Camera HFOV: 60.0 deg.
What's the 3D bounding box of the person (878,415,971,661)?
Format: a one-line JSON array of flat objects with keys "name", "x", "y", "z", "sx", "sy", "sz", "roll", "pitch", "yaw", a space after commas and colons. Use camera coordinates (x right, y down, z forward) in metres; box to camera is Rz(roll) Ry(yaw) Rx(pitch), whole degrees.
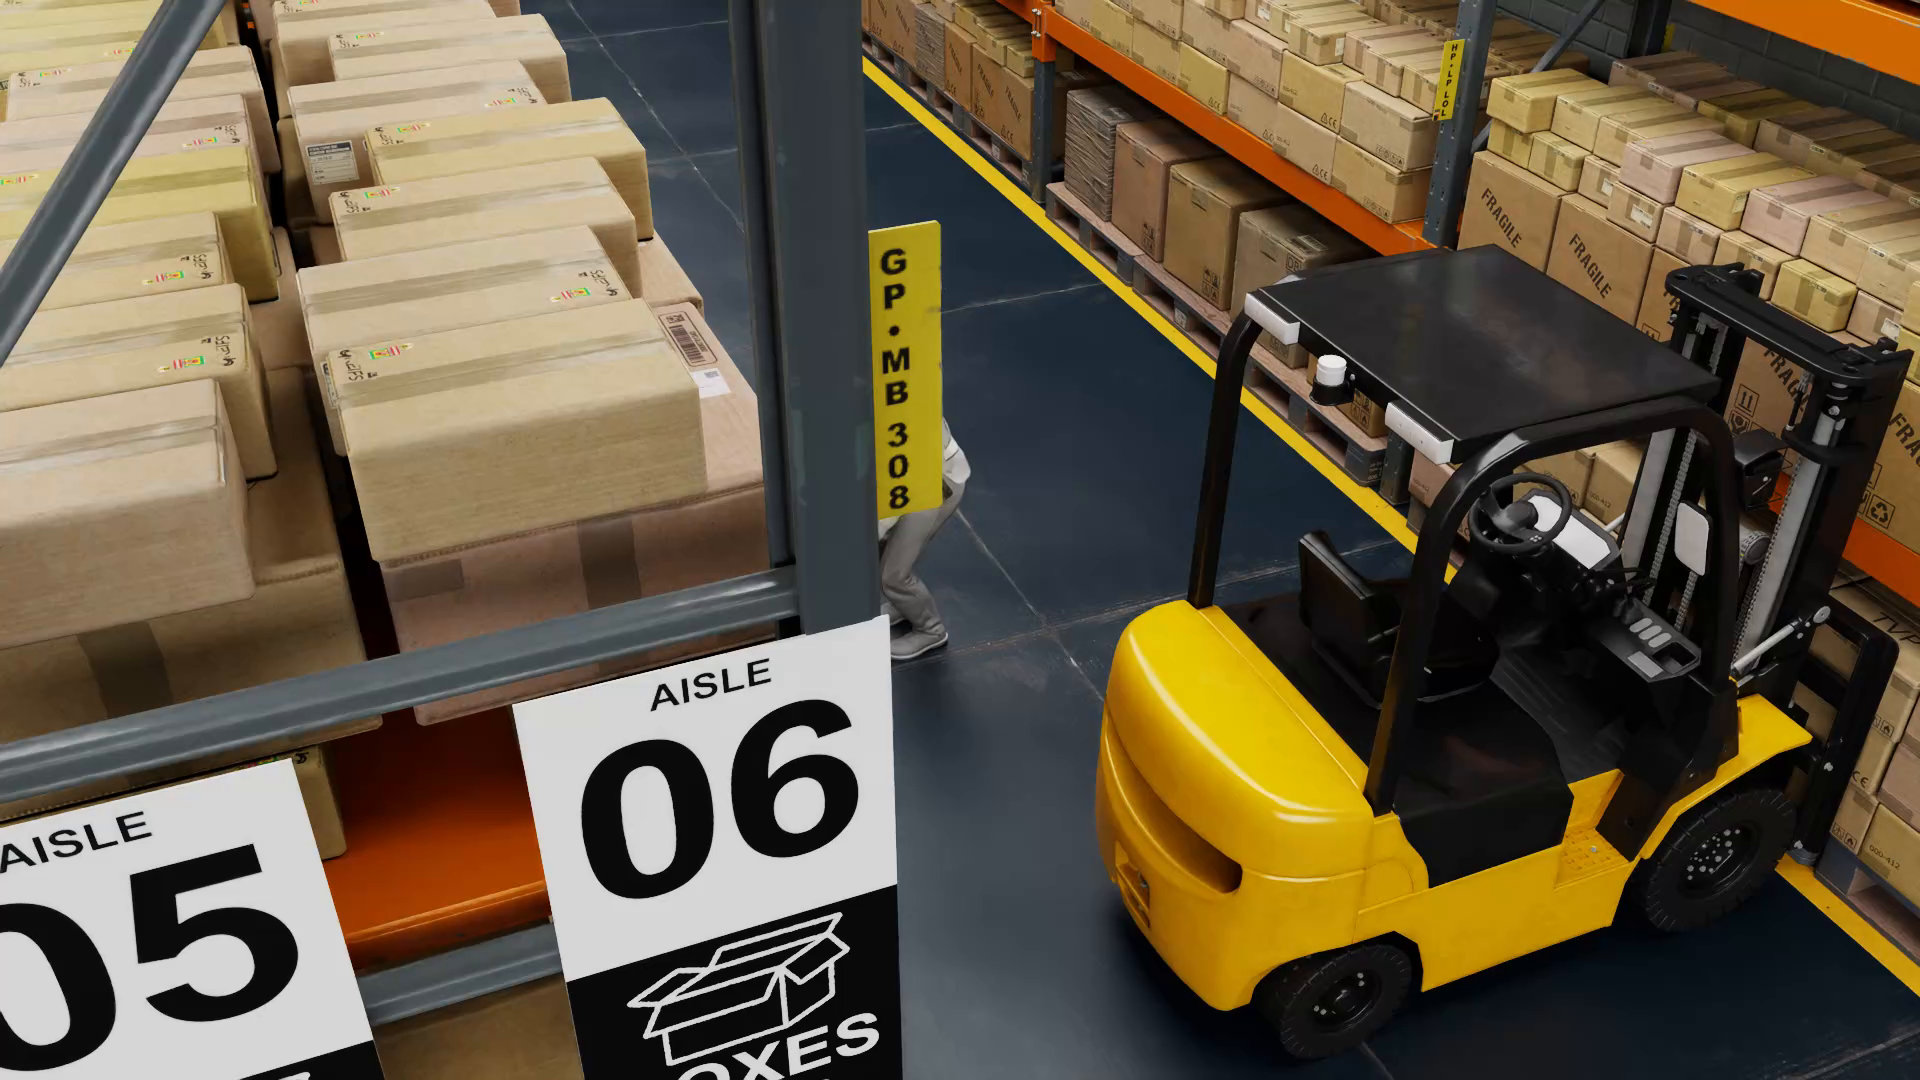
[{"name": "person", "x": -0.258, "y": -0.200, "z": 6.598, "sx": 0.613, "sy": 1.501, "sz": 0.529, "roll": -13, "pitch": 36, "yaw": -18}]
